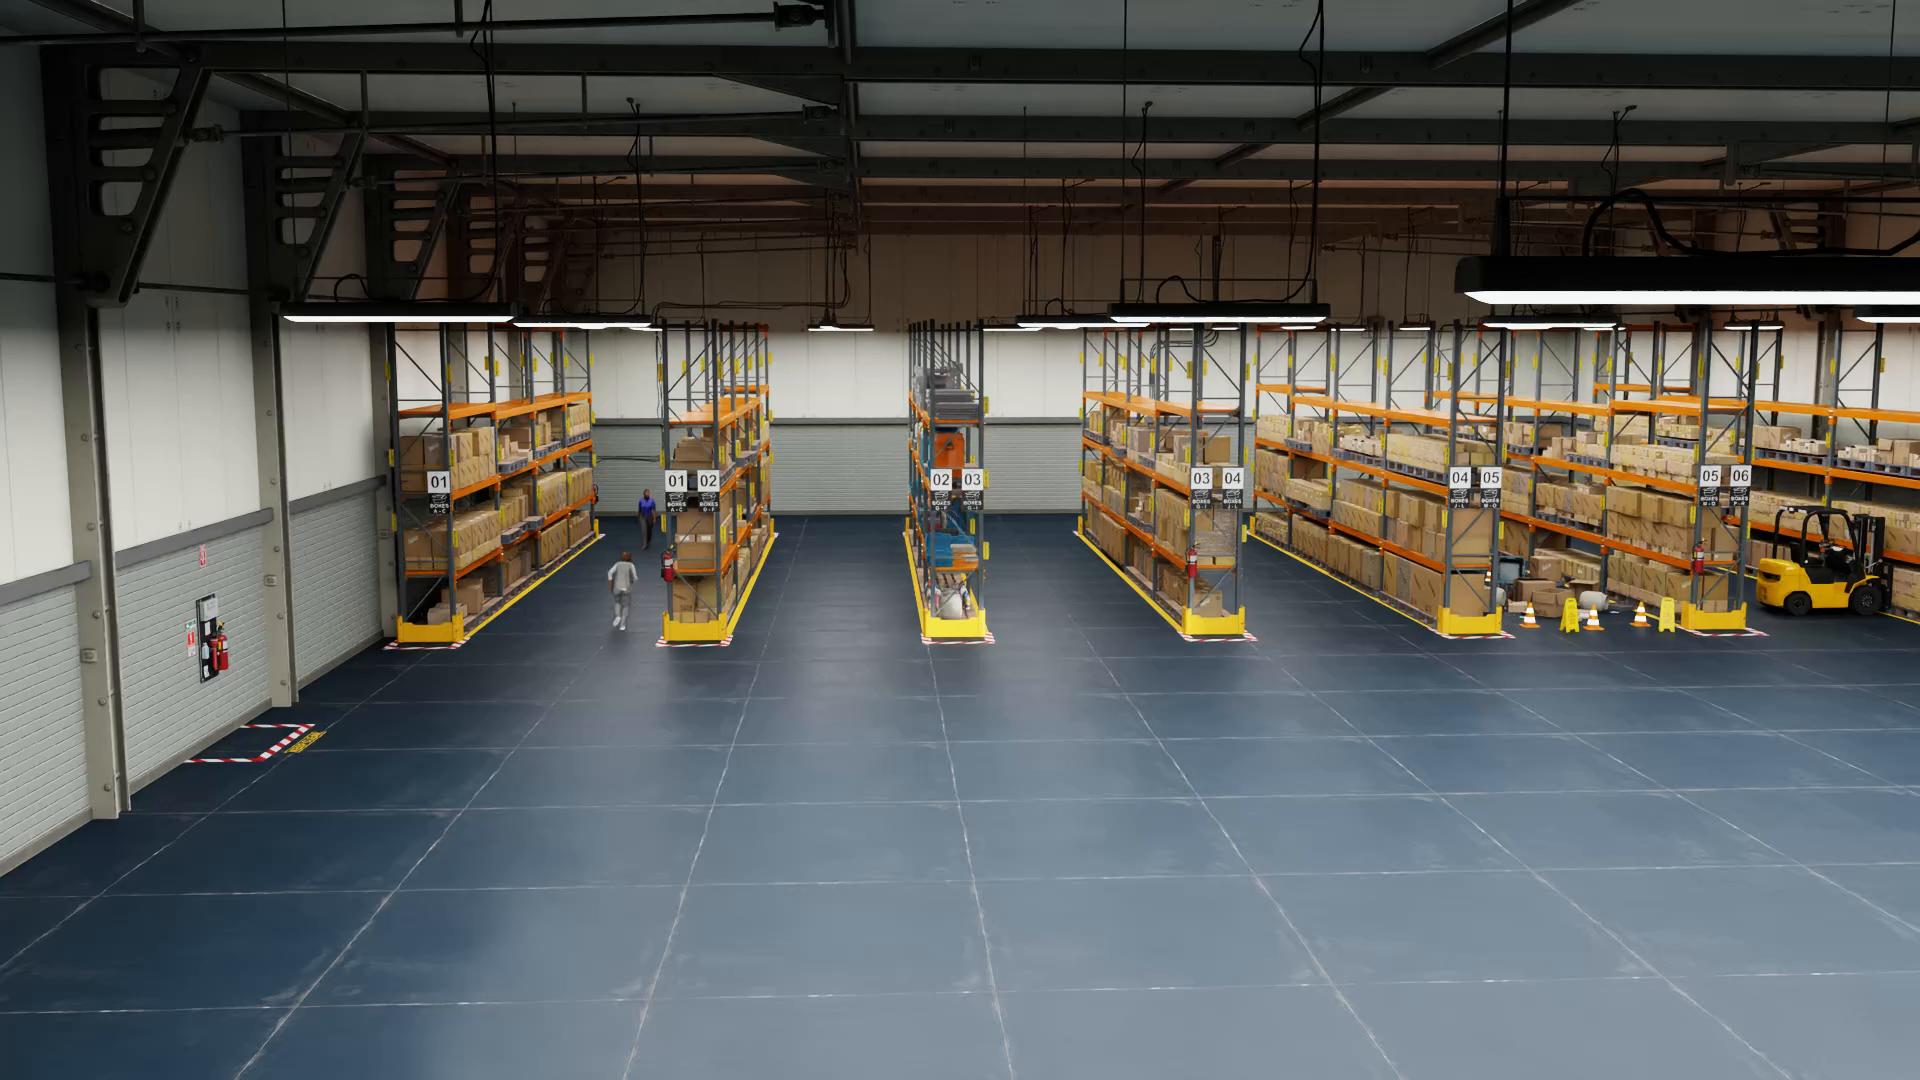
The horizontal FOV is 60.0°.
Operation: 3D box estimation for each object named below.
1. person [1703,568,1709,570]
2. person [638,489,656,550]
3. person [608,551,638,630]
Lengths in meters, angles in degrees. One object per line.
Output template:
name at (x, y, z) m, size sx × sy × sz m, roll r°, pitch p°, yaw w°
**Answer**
person at (17.075, 0.188, 38.315) m, size 0.492 × 1.634 × 0.532 m, roll -3°, pitch 8°, yaw -20°
person at (-8.364, -0.565, 44.458) m, size 0.480 × 1.573 × 1.062 m, roll -2°, pitch 7°, yaw -14°
person at (-6.597, 0.973, 32.571) m, size 0.564 × 1.493 × 0.741 m, roll 0°, pitch 7°, yaw 0°
